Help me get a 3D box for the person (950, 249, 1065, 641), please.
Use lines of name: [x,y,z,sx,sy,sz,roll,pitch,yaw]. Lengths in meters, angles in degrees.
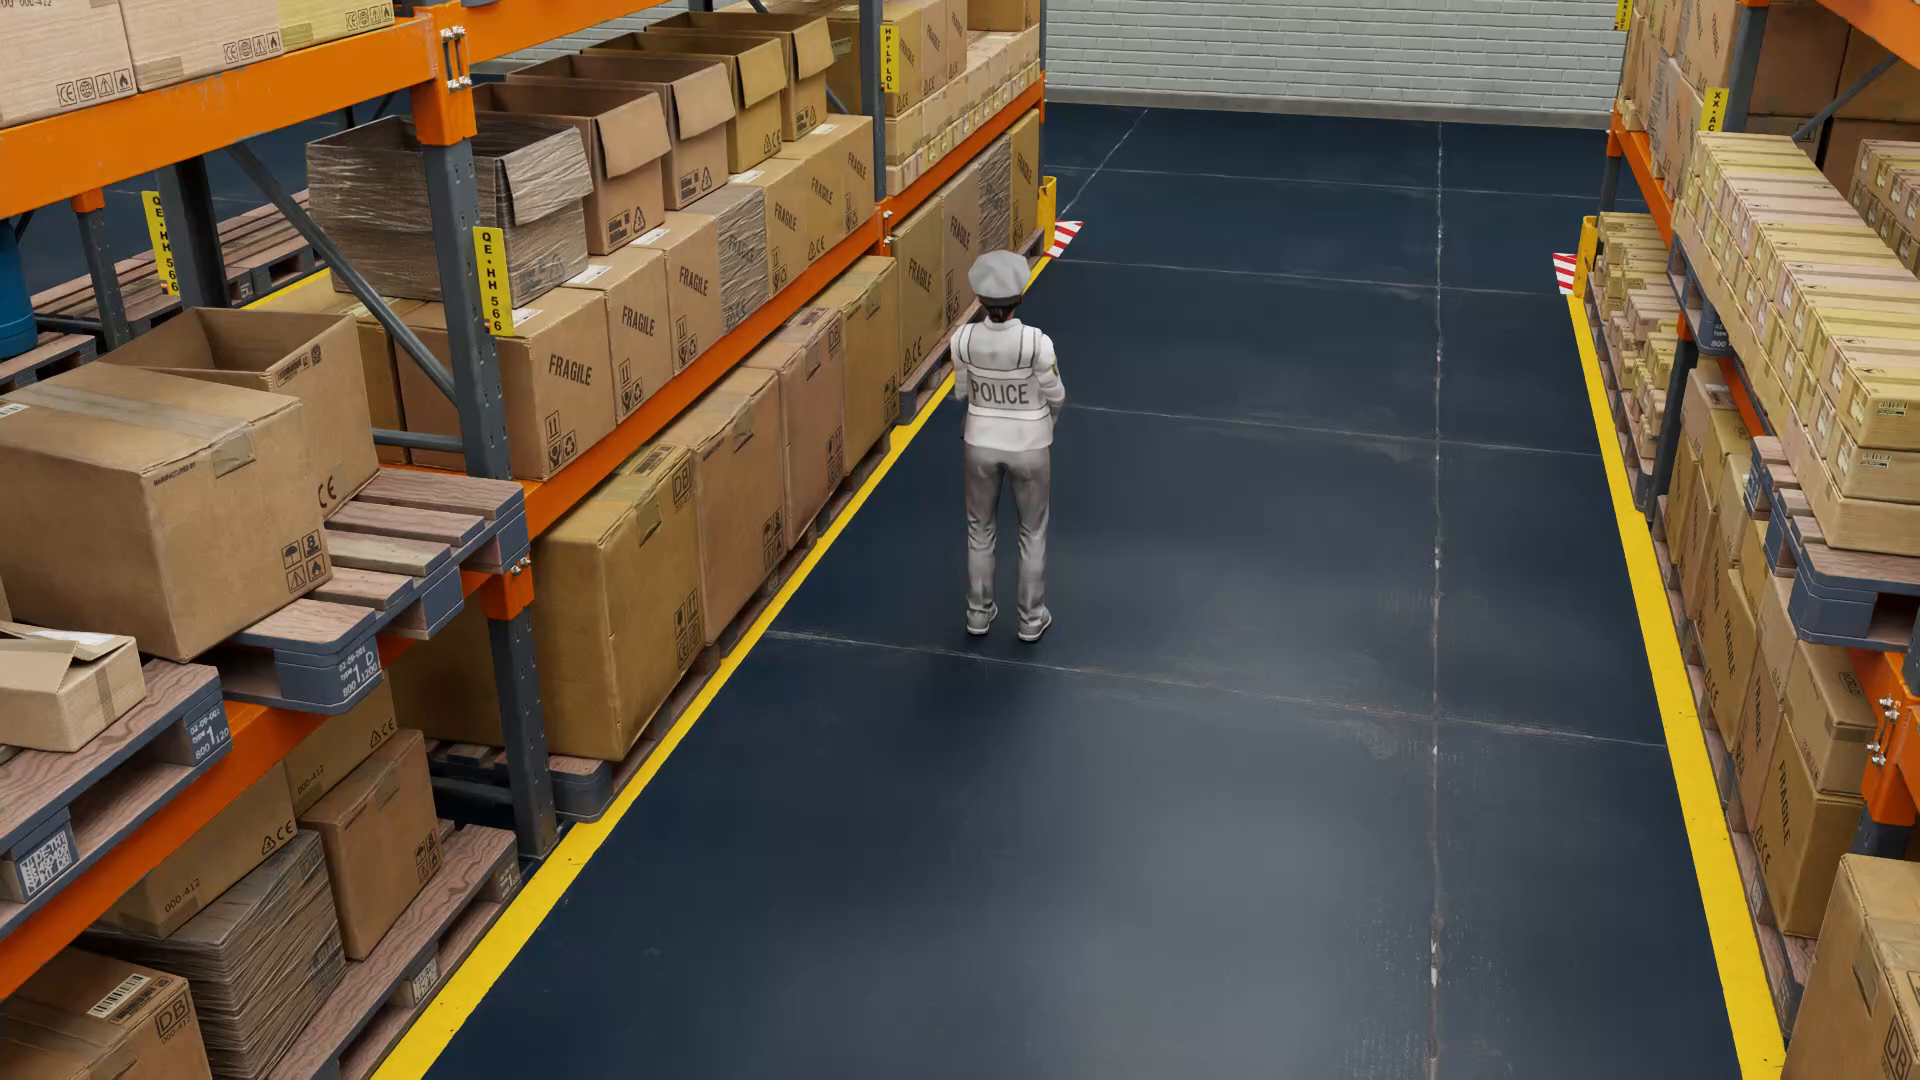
person: [0.206,-0.404,6.928,0.460,1.686,0.564,6,26,12]
